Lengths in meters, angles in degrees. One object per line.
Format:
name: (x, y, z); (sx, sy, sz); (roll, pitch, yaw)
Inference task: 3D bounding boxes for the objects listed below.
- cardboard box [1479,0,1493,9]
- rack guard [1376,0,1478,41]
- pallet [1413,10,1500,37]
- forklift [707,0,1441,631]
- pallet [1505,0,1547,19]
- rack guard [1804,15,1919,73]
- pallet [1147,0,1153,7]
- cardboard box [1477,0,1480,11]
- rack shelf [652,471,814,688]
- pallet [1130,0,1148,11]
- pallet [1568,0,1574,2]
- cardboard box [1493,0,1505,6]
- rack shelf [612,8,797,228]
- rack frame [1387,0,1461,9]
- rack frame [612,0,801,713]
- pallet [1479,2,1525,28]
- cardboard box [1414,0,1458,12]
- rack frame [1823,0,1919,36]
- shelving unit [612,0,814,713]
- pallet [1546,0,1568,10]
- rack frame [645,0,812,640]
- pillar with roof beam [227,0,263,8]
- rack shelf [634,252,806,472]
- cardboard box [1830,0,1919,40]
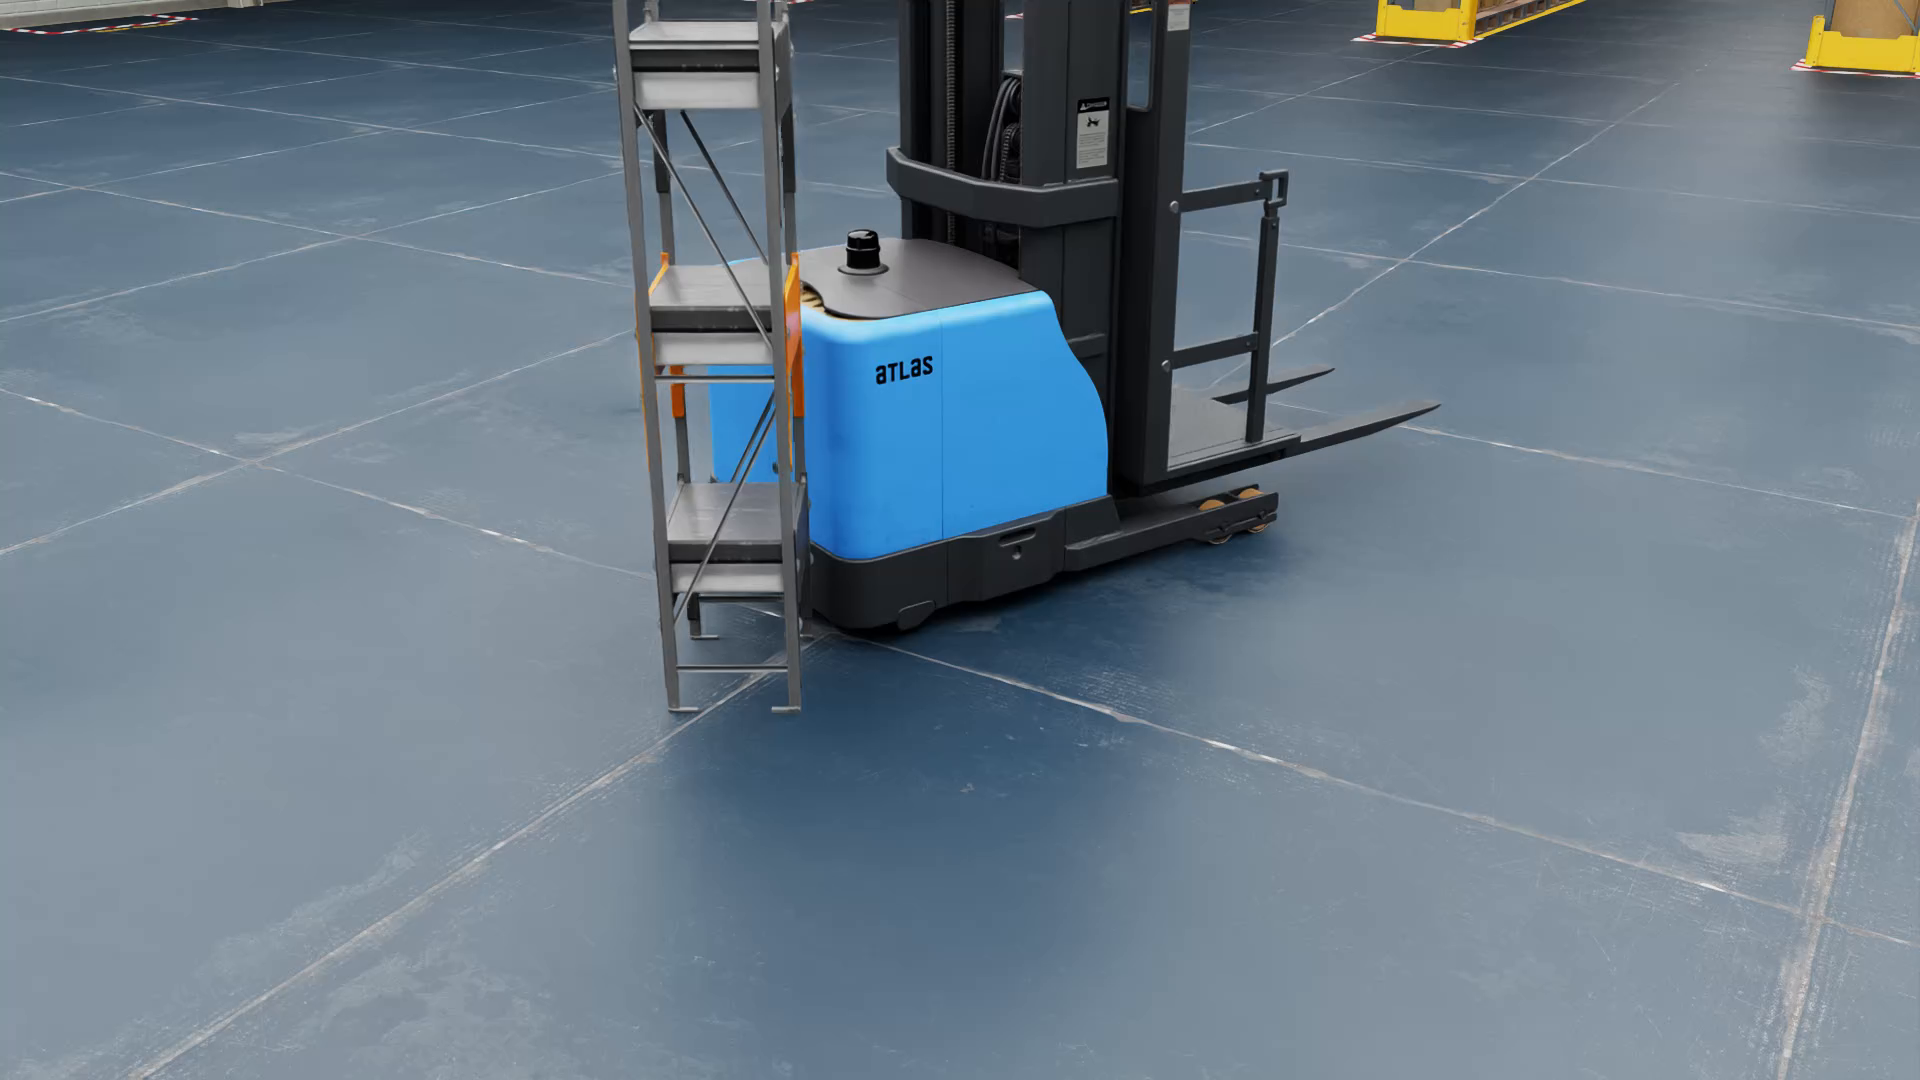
cardboard box: (6.733, -7.306, 21.969); (0.500, 0.500, 0.500); (17, 29, 34)
rack guard: (5.797, -6.516, 20.671); (1.175, 0.500, 0.348); (14, 27, 29)
pallet: (6.255, -6.650, 21.345); (1.003, 0.211, 1.213); (14, 27, 29)
forklift: (0.598, -1.485, 5.991); (3.031, 2.935, 1.130); (-15, 28, -31)
pallet: (7.542, -7.473, 23.247); (1.003, 0.211, 1.213); (14, 27, 29)
rack guard: (9.904, -5.408, 18.114); (1.175, 0.500, 0.348); (14, 27, 29)
pallet: (2.626, -8.114, 24.727); (1.003, 0.211, 1.213); (14, 27, 29)
cardboard box: (6.386, -7.099, 21.490); (0.500, 0.500, 0.500); (-20, 31, -39)
rack shelf: (-0.686, 0.115, 5.138); (0.431, 0.518, 0.480); (0, 23, -1)
pallet: (1.982, -7.704, 23.780); (1.003, 0.211, 1.213); (14, 27, 29)
pallet: (8.919, -8.384, 25.351); (1.003, 0.211, 1.213); (14, 27, 29)
cardboard box: (7.065, -7.485, 22.383); (0.500, 0.500, 0.500); (11, 26, 24)
rack shelf: (-0.686, -1.170, 4.582); (0.431, 0.518, 0.480); (0, 23, -1)
rack frame: (5.757, -7.637, 20.116); (1.000, 3.000, 0.127); (14, 27, 29)
rack frame: (-0.683, -0.443, 4.631); (0.400, 2.100, 0.015); (0, 23, -1)
pallet: (6.900, -7.060, 22.292); (1.003, 0.211, 1.213); (14, 27, 29)
cardboard box: (6.100, -6.890, 21.007); (0.500, 0.500, 0.500); (20, 30, 38)
rack frame: (9.917, -6.563, 17.636); (1.000, 3.000, 0.127); (14, 27, 29)
shelving unit: (-0.686, -0.540, 4.855); (0.431, 2.100, 0.503); (0, 23, -1)
pallet: (8.276, -7.970, 24.396); (1.003, 0.211, 1.213); (14, 27, 29)
rack frame: (-0.689, -0.637, 5.078); (0.400, 2.100, 0.015); (0, 23, -1)
pillar with roof beam: (-6.741, -10.994, 20.320); (9.100, 9.000, 0.400); (14, 27, 29)
rack shelf: (-0.686, -0.528, 4.860); (0.431, 0.518, 0.480); (0, 23, -1)
cardboard box: (10.219, -6.024, 18.535); (0.875, 0.875, 0.875); (14, 27, 29)
